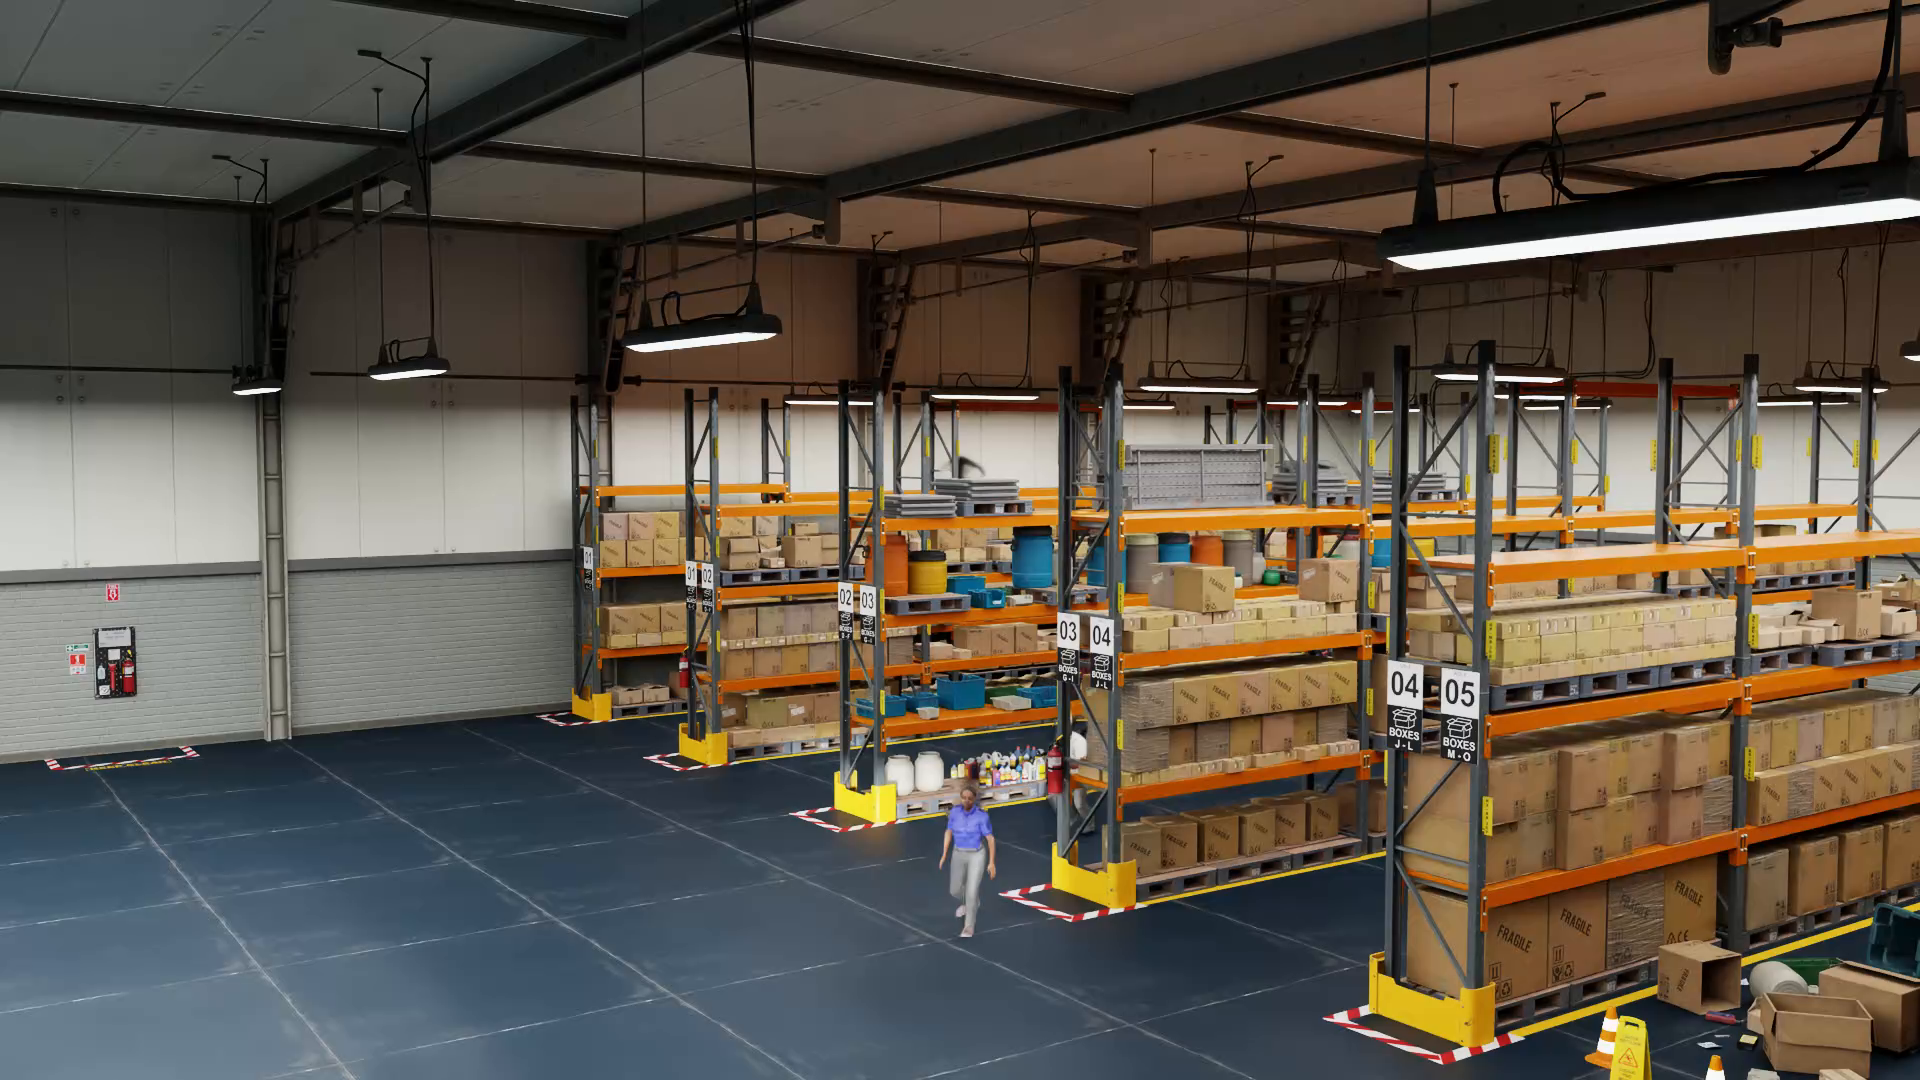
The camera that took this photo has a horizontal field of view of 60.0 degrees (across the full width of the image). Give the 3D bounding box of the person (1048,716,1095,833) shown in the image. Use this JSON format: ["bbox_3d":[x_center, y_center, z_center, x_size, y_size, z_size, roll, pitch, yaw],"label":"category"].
[{"bbox_3d":[1.434,3.034,21.562,0.965,1.624,0.722,-3,5,-45],"label":"person"}]

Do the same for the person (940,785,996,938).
[{"bbox_3d":[0.144,3.316,17.523,0.633,1.587,0.733,1,4,17],"label":"person"}]
